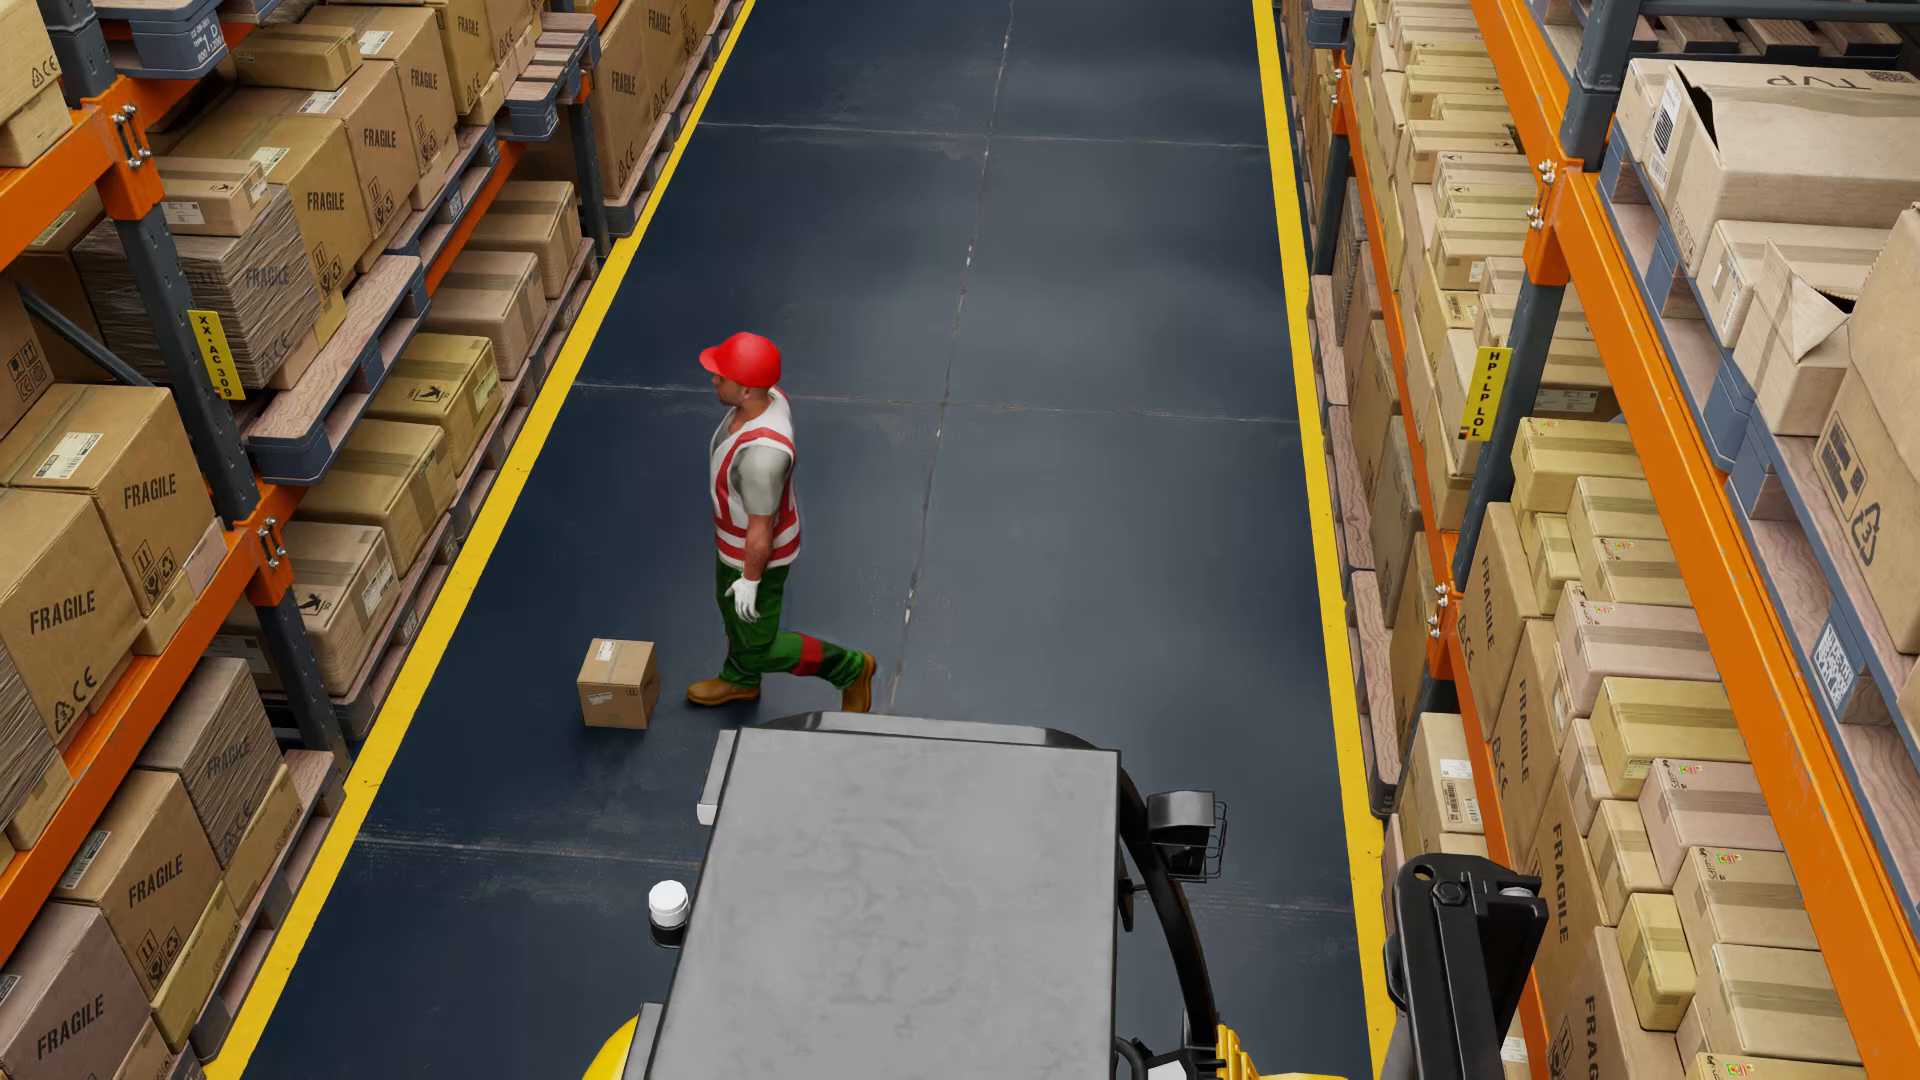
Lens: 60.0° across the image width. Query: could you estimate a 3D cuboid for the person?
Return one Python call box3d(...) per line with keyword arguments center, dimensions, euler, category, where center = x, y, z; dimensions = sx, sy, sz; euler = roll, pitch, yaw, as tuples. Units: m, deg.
box3d(center=(-0.719, 0.009, 6.118), dimensions=(0.741, 1.776, 0.571), euler=(-7, 40, -8), category="person")
